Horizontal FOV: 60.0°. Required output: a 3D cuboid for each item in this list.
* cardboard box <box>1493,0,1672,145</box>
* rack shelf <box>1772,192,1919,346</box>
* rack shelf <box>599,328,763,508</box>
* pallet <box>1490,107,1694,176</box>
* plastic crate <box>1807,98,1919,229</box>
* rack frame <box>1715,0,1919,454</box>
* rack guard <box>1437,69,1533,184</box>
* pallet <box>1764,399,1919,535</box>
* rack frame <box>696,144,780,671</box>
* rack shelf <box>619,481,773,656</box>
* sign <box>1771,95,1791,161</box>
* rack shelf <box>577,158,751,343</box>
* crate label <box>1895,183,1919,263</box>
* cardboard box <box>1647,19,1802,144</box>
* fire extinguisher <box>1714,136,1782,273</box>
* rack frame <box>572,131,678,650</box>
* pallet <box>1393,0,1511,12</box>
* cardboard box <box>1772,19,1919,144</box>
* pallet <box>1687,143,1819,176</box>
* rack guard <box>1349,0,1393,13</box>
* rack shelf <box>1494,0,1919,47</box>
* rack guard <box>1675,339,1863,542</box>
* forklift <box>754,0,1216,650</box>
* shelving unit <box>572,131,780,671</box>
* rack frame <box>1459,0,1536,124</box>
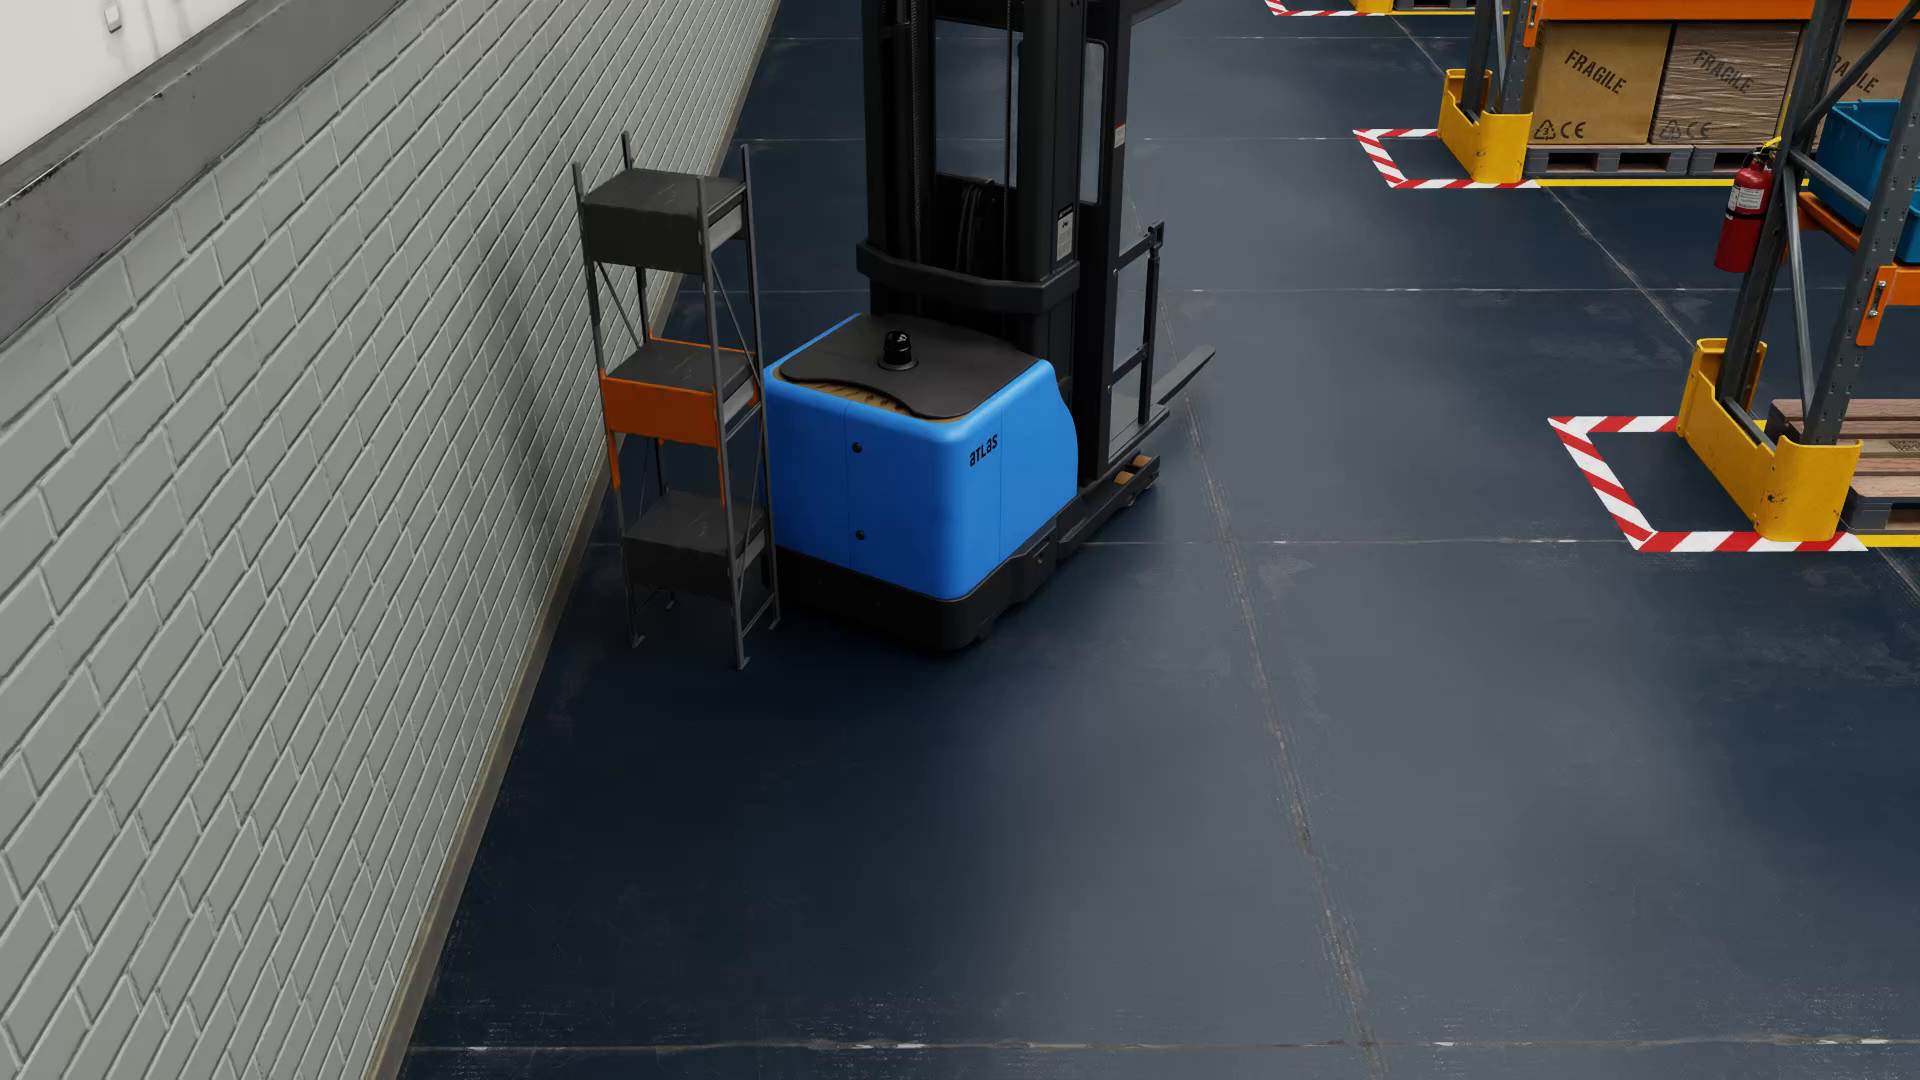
[{"bbox_3d":[4.545,-3.468,12.218,0.875,0.875,0.875,0,31,0],"label":"cardboard box"},{"bbox_3d":[5.935,-1.283,7.667,4.000,0.370,1.077,0,31,0],"label":"rack shelf"},{"bbox_3d":[-1.078,-0.485,6.551,0.480,0.518,0.431,10,33,16],"label":"rack shelf"},{"bbox_3d":[4.705,-3.004,12.498,1.213,0.211,1.003,0,31,0],"label":"pallet"},{"bbox_3d":[4.269,-1.723,7.606,0.499,0.435,0.616,0,31,0],"label":"plastic crate"},{"bbox_3d":[3.935,-1.584,7.470,0.127,3.000,1.000,0,31,0],"label":"rack frame"},{"bbox_3d":[3.882,-3.085,12.352,0.348,0.500,1.175,0,31,0],"label":"rack guard"},{"bbox_3d":[4.760,-0.375,8.164,1.213,0.211,1.003,0,31,0],"label":"pallet"},{"bbox_3d":[-0.847,-0.456,6.478,0.015,2.100,0.400,10,33,16],"label":"rack frame"},{"bbox_3d":[-1.078,0.114,6.914,0.480,0.518,0.431,10,33,16],"label":"rack shelf"},{"bbox_3d":[3.916,-1.939,7.898,0.005,0.325,0.100,0,31,0],"label":"sign"},{"bbox_3d":[-1.078,-1.083,6.188,0.480,0.518,0.431,10,33,16],"label":"rack shelf"},{"bbox_3d":[4.184,-1.369,7.217,0.303,0.233,0.416,0,31,0],"label":"crate label"},{"bbox_3d":[5.455,-3.471,12.223,0.875,0.875,0.875,0,31,0],"label":"cardboard box"},{"bbox_3d":[3.782,-1.627,7.974,0.183,0.674,0.296,0,31,0],"label":"fire extinguisher"},{"bbox_3d":[-1.310,-0.536,6.610,0.015,2.100,0.400,10,33,16],"label":"rack frame"},{"bbox_3d":[4.865,-5.519,16.643,1.213,0.211,1.003,0,31,0],"label":"pallet"},{"bbox_3d":[6.345,-3.474,12.227,0.875,0.875,0.875,0,31,0],"label":"cardboard box"},{"bbox_3d":[5.922,-3.007,12.502,1.213,0.211,1.003,0,31,0],"label":"pallet"},{"bbox_3d":[4.053,-5.658,16.594,0.348,0.500,1.175,0,31,0],"label":"rack guard"},{"bbox_3d":[5.905,-3.852,11.901,4.000,0.370,1.077,0,31,0],"label":"rack shelf"},{"bbox_3d":[3.911,-0.509,8.107,0.348,0.500,1.175,0,31,0],"label":"rack guard"},{"bbox_3d":[0.323,-1.529,7.445,1.130,2.935,3.031,17,35,26],"label":"forklift"},{"bbox_3d":[-1.078,-0.496,6.544,0.503,2.100,0.431,10,33,16],"label":"shelving unit"},{"bbox_3d":[3.906,-4.154,11.704,0.127,3.000,1.000,0,31,0],"label":"rack frame"}]
